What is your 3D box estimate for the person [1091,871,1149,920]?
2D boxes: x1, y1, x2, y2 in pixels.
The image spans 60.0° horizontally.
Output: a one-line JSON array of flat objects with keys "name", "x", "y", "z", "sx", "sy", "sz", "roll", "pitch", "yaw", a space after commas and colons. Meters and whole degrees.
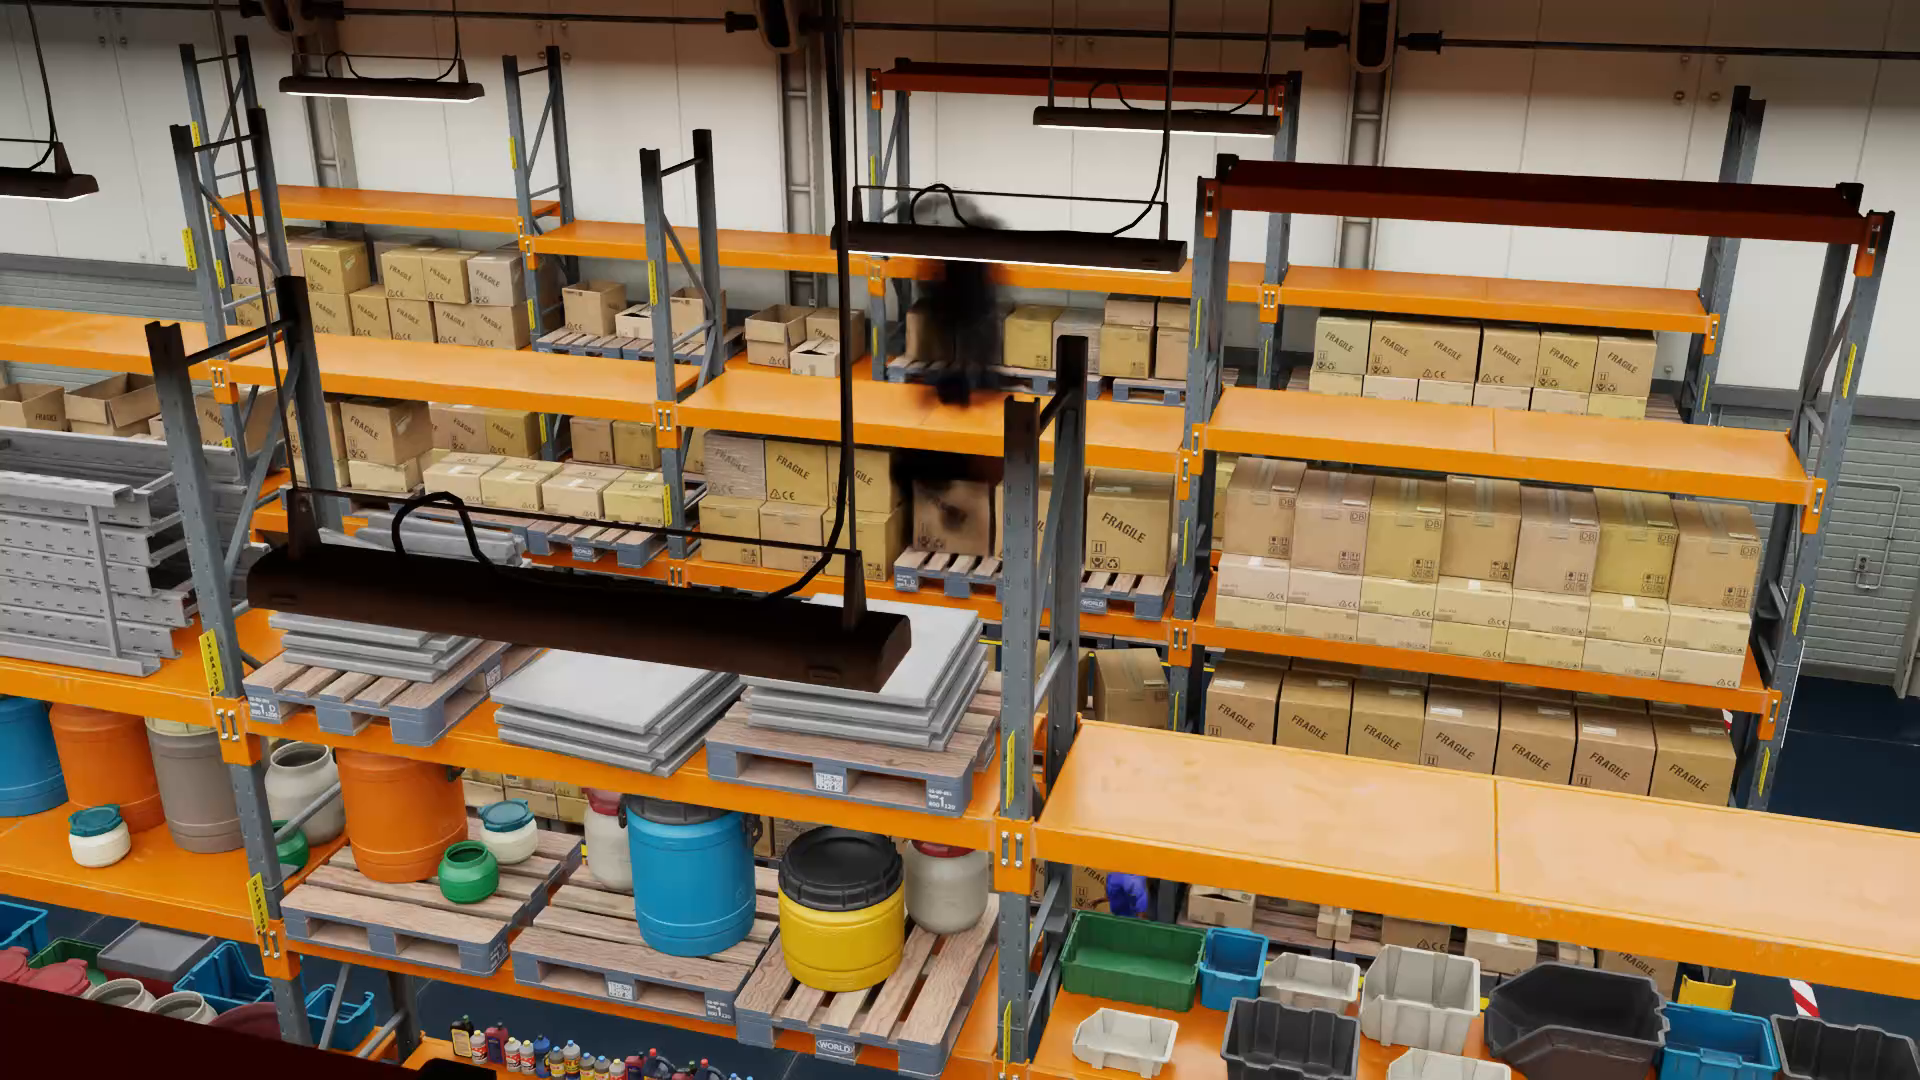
[{"name": "person", "x": 1.162, "y": 2.687, "z": 11.477, "sx": 0.536, "sy": 1.603, "sz": 0.563, "roll": 3, "pitch": 23, "yaw": 6}]
